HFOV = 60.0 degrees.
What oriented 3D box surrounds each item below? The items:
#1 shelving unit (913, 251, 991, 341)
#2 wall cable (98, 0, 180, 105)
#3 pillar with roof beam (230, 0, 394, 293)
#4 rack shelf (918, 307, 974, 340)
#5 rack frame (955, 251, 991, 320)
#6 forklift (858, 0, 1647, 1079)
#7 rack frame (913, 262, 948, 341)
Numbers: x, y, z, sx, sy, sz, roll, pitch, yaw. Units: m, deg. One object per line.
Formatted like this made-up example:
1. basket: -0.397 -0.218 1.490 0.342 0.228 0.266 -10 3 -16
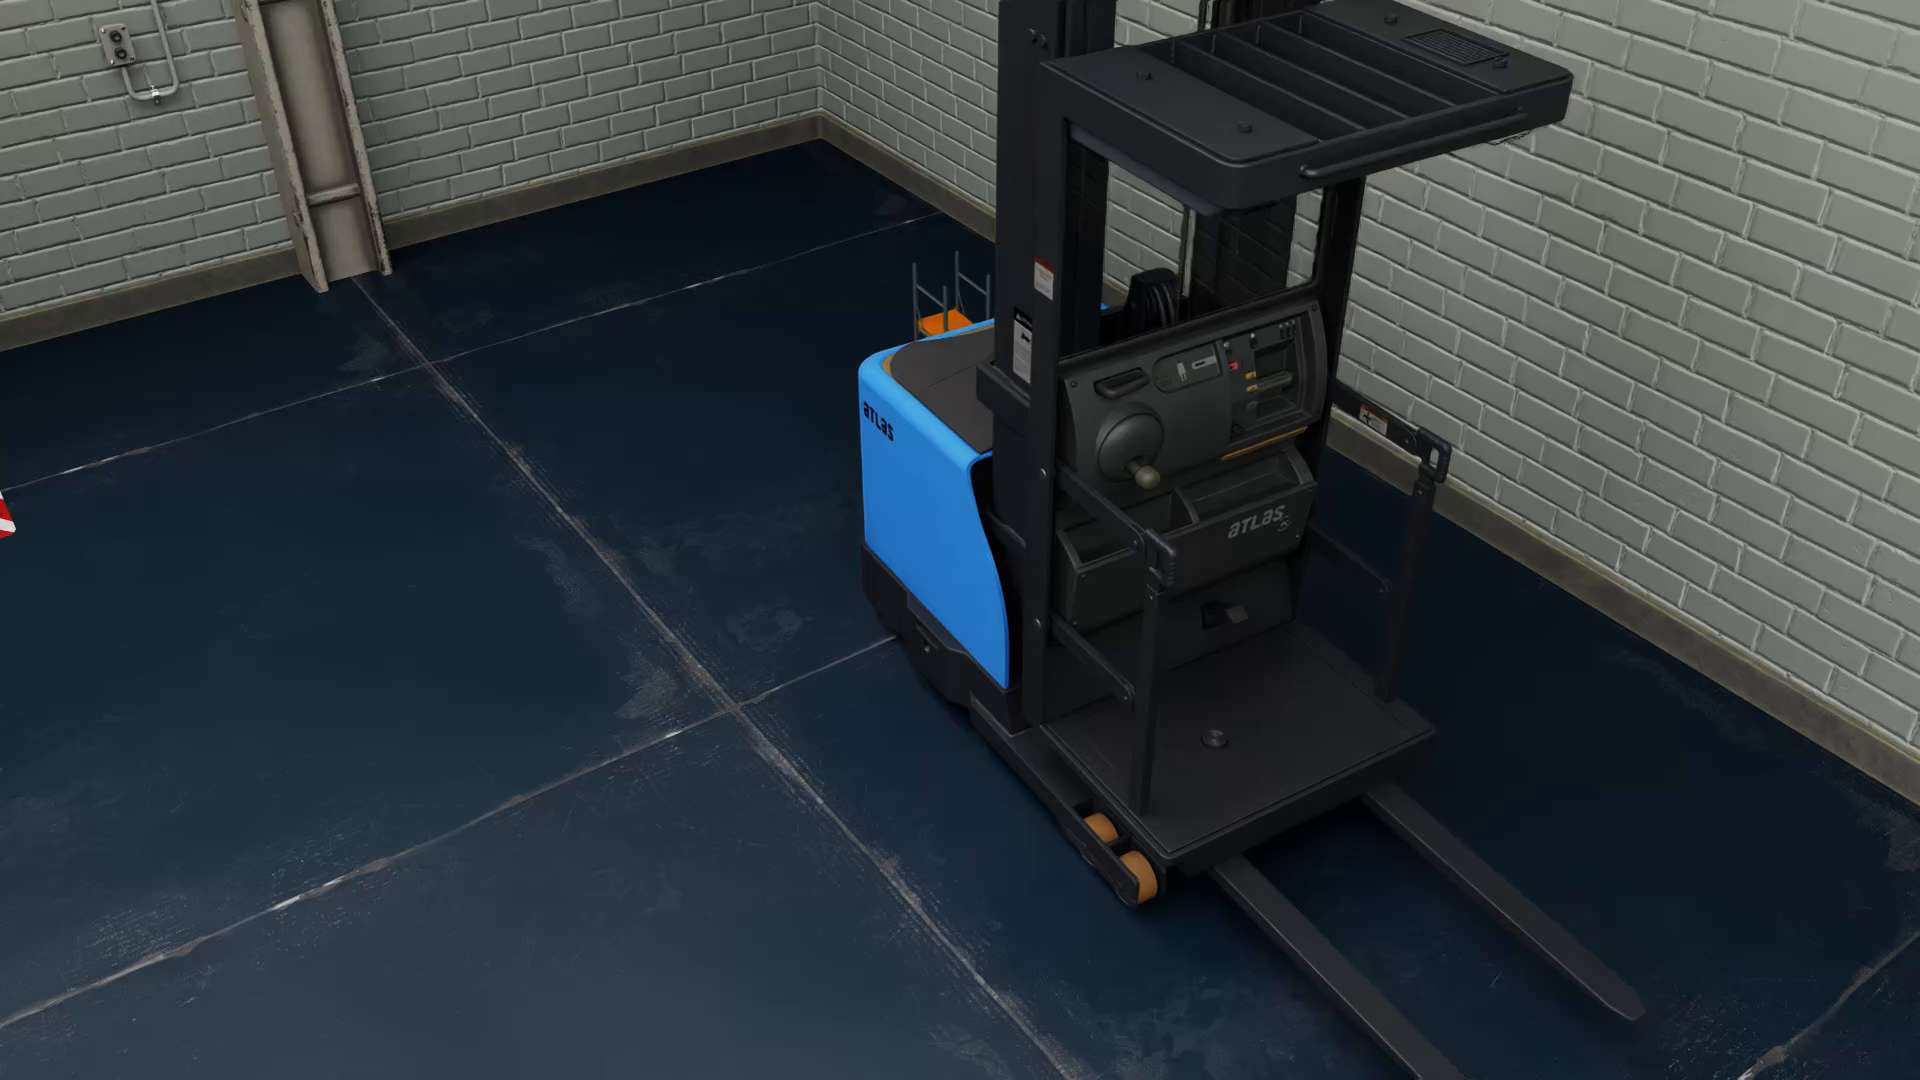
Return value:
1. shelving unit: -0.030 -0.501 6.417 0.189 1.200 0.258 -19 40 -25
2. wall cable: -4.416 -2.595 6.919 1.851 1.984 0.084 -22 41 -28
3. pillar with roof beam: -0.730 -3.002 3.217 0.400 9.000 9.100 -22 41 -28
4. rack shelf: -0.031 -0.757 6.234 0.180 0.103 0.258 -19 40 -25
5. rack frame: 0.048 -0.528 6.456 0.006 1.200 0.240 -19 40 -25
6. forklift: 0.820 -0.368 4.751 1.130 2.935 3.031 -19 40 -25
7. rack frame: -0.108 -0.473 6.379 0.006 1.200 0.240 -19 40 -25
